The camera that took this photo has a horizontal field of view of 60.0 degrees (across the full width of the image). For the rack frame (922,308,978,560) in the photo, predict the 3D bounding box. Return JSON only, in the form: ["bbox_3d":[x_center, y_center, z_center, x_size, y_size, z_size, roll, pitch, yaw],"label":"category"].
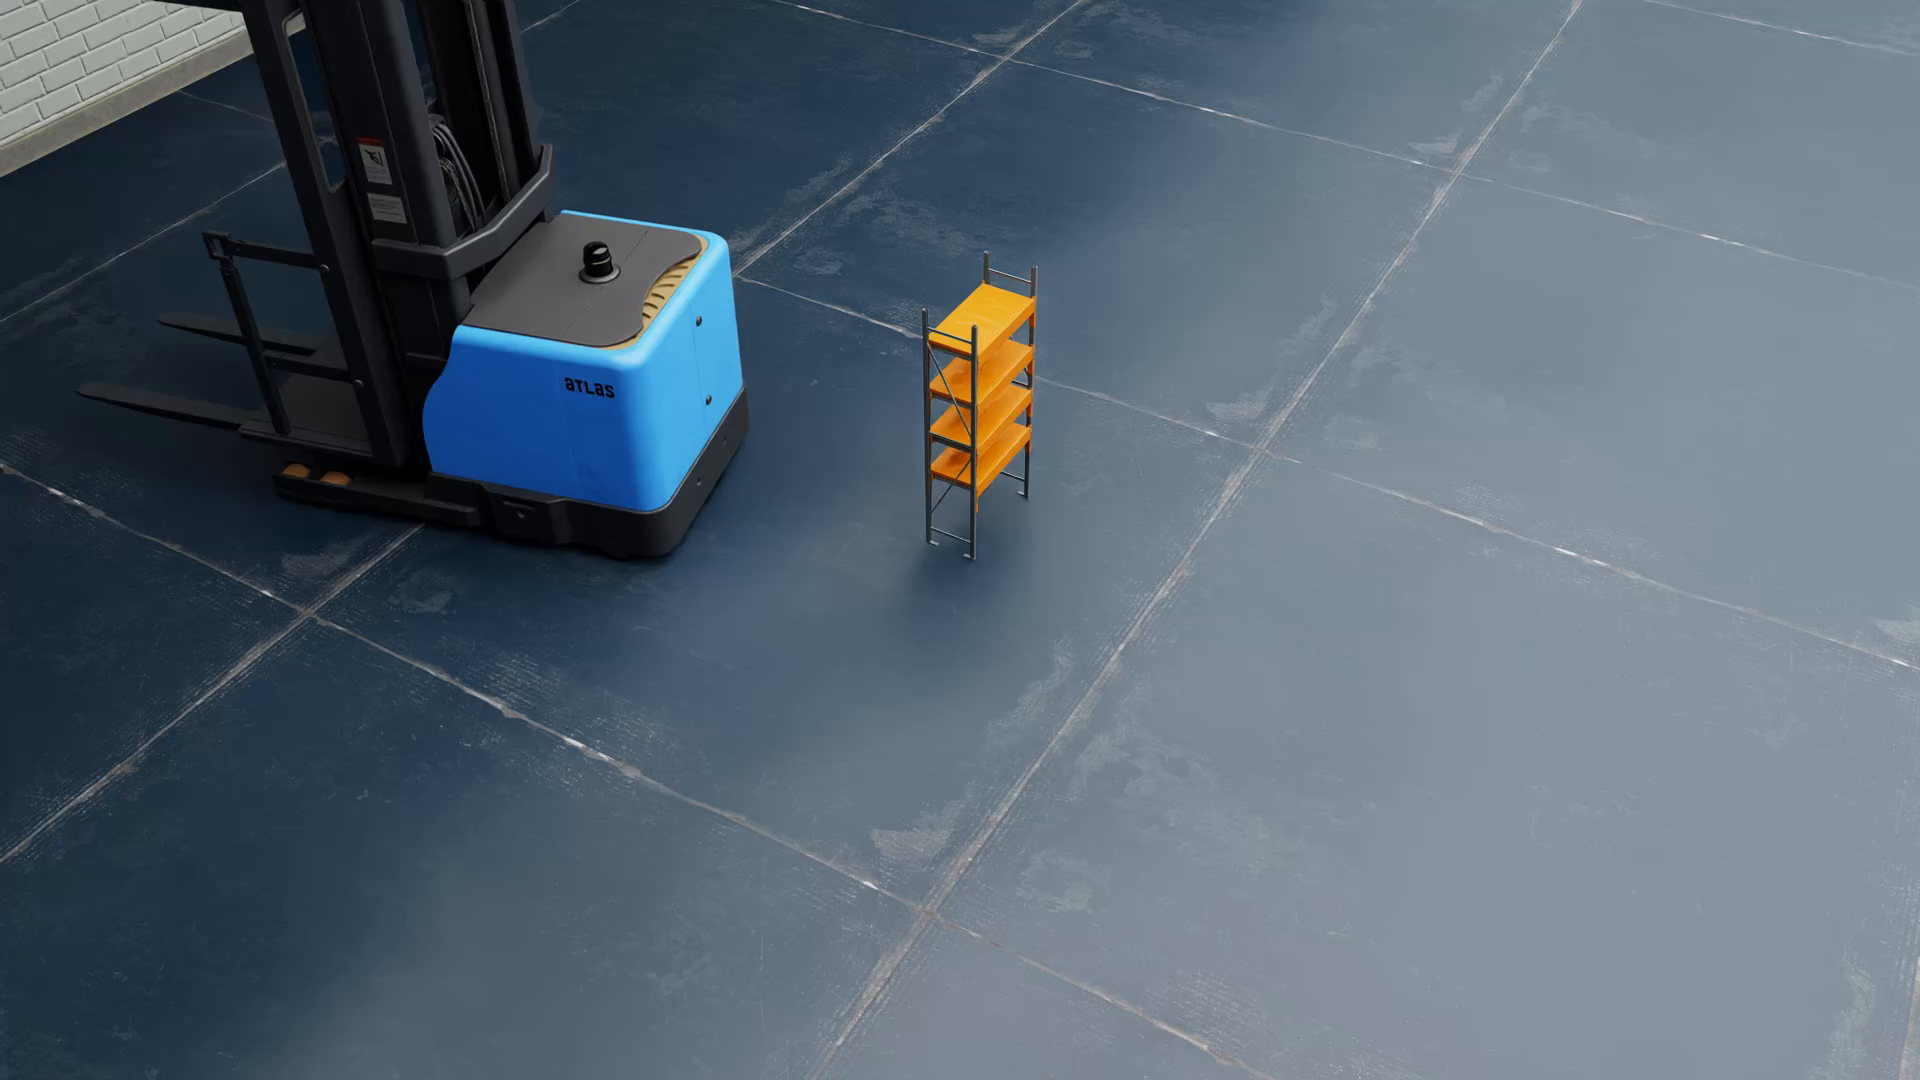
[{"bbox_3d":[-0.039,-0.405,6.802,0.240,1.200,0.015,21,45,22],"label":"rack frame"}]

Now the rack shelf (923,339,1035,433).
[{"bbox_3d":[0.083,-0.662,6.858,0.258,0.148,0.480,21,45,22],"label":"rack shelf"}]

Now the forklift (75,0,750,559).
[{"bbox_3d":[-2.552,-1.564,6.809,3.031,2.935,1.130,11,42,12],"label":"forklift"}]

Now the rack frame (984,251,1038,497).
[{"bbox_3d":[0.205,-0.685,7.120,0.240,1.200,0.015,21,45,22],"label":"rack frame"}]

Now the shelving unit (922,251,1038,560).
[{"bbox_3d":[0.083,-0.545,6.961,0.258,1.200,0.503,21,45,22],"label":"shelving unit"}]

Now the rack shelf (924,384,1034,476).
[{"bbox_3d":[0.083,-0.495,7.005,0.258,0.148,0.480,21,45,22],"label":"rack shelf"}]

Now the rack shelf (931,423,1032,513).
[{"bbox_3d":[0.083,-0.345,7.137,0.258,0.148,0.480,21,45,22],"label":"rack shelf"}]

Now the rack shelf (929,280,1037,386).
[{"bbox_3d":[0.083,-0.840,6.701,0.258,0.148,0.480,21,45,22],"label":"rack shelf"}]
